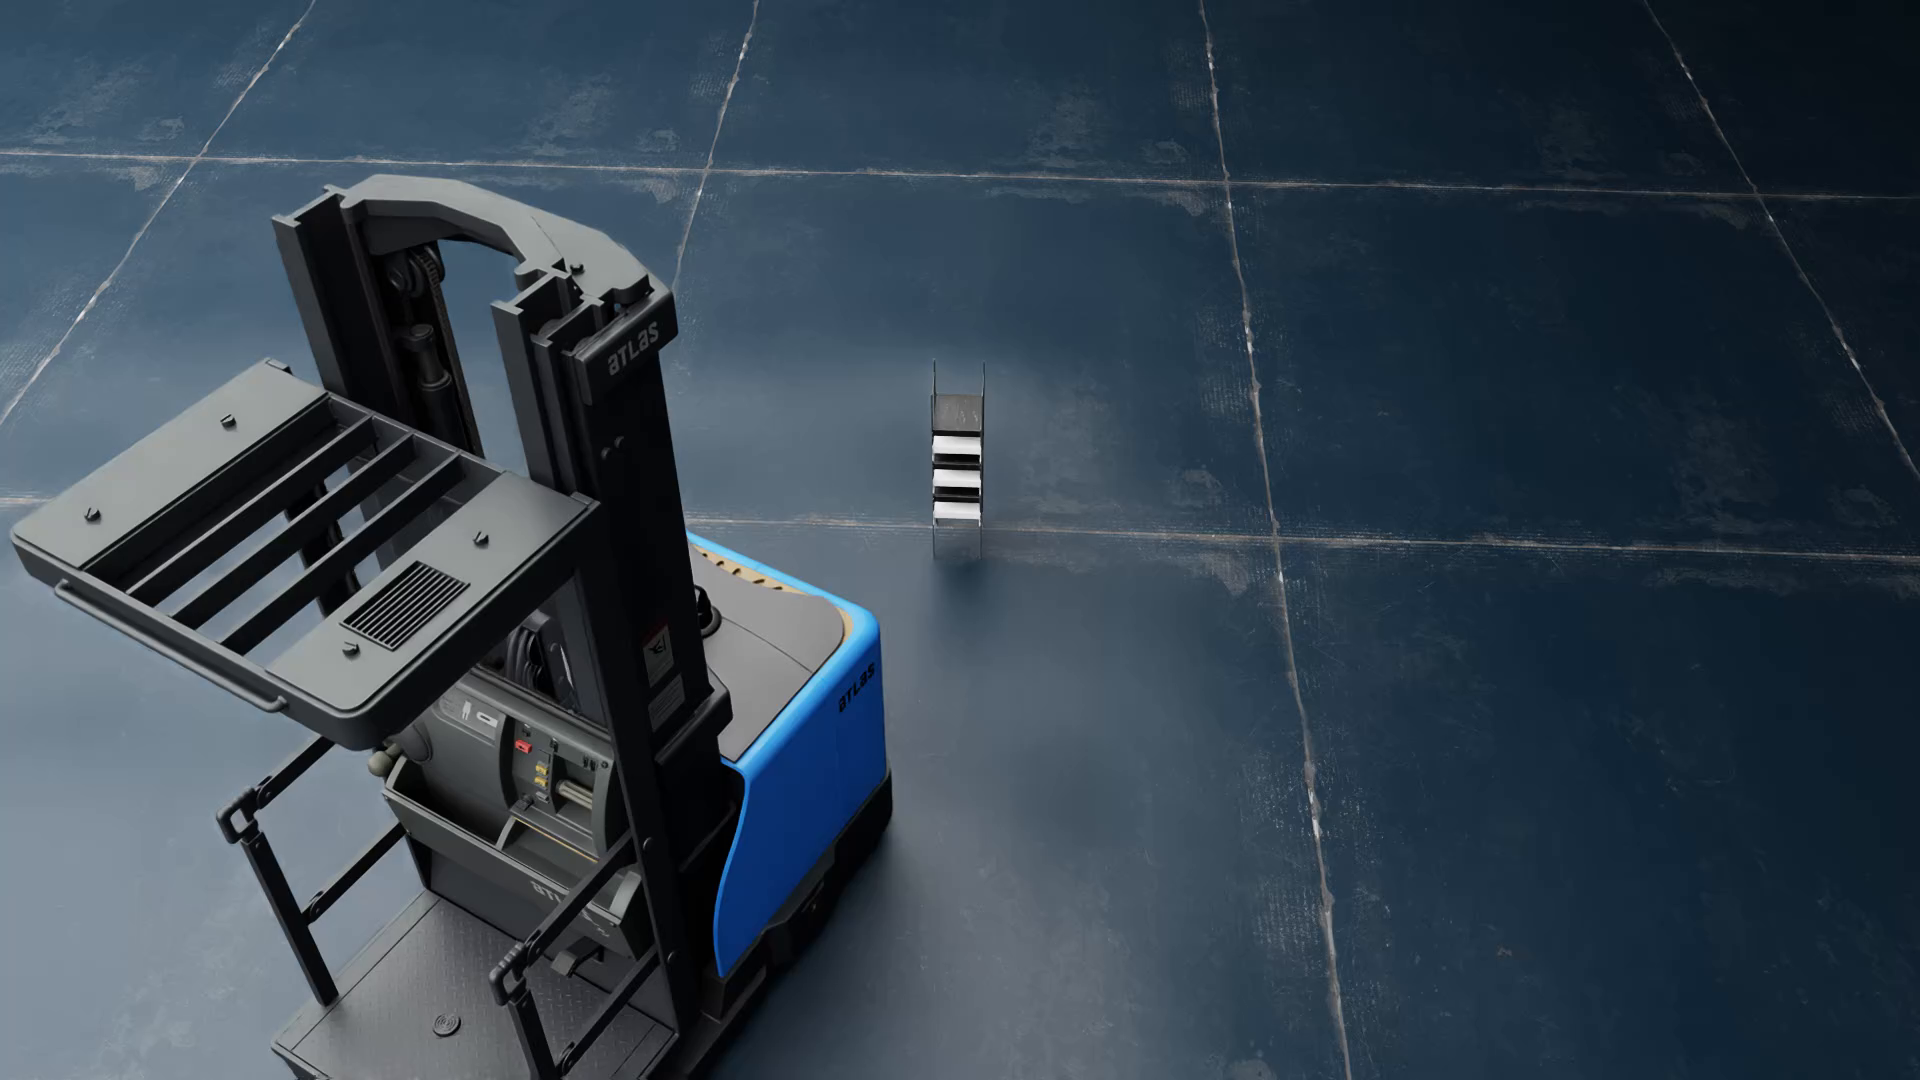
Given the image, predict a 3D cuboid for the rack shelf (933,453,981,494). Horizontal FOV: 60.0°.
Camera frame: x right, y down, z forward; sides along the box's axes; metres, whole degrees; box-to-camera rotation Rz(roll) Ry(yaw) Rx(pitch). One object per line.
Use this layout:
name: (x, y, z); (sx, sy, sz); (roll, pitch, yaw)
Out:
rack shelf: (-0.008, -0.305, 7.052); (0.200, 0.077, 0.258); (2, 43, 2)

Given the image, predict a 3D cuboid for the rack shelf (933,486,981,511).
rack shelf: (-0.008, -0.239, 7.113); (0.200, 0.077, 0.258); (2, 43, 2)

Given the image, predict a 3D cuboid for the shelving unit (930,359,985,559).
shelving unit: (-0.008, -0.330, 7.029); (0.210, 0.900, 0.258); (2, 43, 2)

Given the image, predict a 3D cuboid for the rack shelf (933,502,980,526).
rack shelf: (-0.008, -0.173, 7.174); (0.200, 0.077, 0.258); (2, 43, 2)

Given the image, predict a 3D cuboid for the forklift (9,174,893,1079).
forklift: (-1.436, 0.656, 4.481); (1.130, 2.935, 3.031); (22, 47, 22)

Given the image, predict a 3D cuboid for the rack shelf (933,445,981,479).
rack shelf: (-0.008, -0.371, 6.990); (0.200, 0.077, 0.258); (2, 43, 2)

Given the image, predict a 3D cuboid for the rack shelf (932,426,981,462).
rack shelf: (-0.008, -0.437, 6.929); (0.200, 0.077, 0.258); (2, 43, 2)

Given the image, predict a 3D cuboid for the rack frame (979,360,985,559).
rack frame: (0.093, -0.326, 7.026); (0.006, 0.900, 0.240); (2, 43, 2)

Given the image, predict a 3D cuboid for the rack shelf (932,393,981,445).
rack shelf: (-0.008, -0.503, 6.868); (0.200, 0.077, 0.258); (2, 43, 2)

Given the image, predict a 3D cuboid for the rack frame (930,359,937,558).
rack frame: (-0.110, -0.333, 7.032); (0.006, 0.900, 0.240); (2, 43, 2)
